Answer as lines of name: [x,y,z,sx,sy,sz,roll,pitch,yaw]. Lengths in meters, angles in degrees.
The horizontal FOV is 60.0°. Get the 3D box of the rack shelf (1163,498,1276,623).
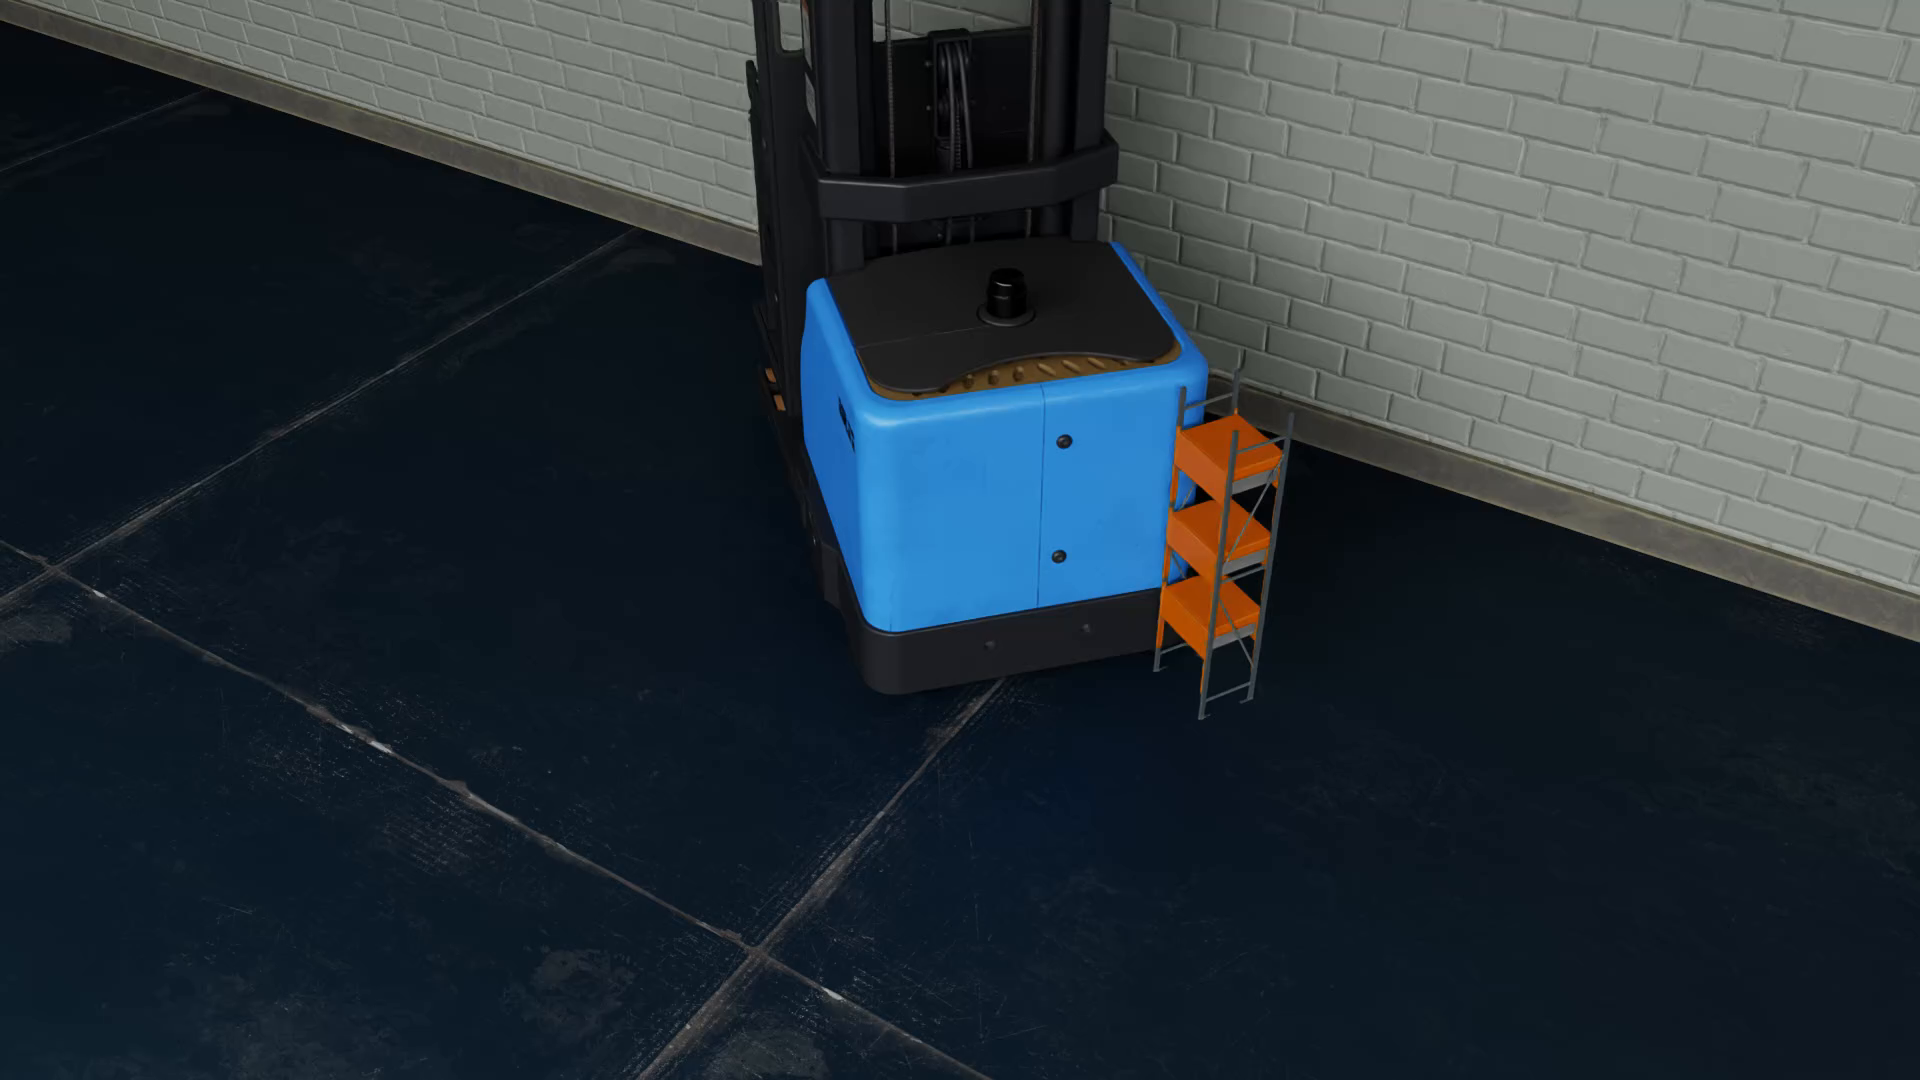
rack shelf: [0.753,0.044,4.851,0.215,0.259,0.240,-18,41,-22]

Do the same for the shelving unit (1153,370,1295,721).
shelving unit: [0.753,0.035,4.844,0.215,1.050,0.252,-18,41,-22]

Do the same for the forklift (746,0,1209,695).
forklift: [-0.152,-1.596,5.420,1.130,2.935,3.031,-9,39,-12]

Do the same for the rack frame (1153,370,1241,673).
rack frame: [0.695,-0.030,4.929,0.200,1.050,0.008,-18,41,-22]

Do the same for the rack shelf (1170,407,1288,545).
rack shelf: [0.753,-0.181,4.677,0.215,0.259,0.240,-18,41,-22]

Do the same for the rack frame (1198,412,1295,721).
rack frame: [0.811,0.101,4.759,0.200,1.050,0.008,-18,41,-22]

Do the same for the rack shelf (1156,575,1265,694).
rack shelf: [0.753,0.264,5.020,0.215,0.259,0.240,-18,41,-22]
